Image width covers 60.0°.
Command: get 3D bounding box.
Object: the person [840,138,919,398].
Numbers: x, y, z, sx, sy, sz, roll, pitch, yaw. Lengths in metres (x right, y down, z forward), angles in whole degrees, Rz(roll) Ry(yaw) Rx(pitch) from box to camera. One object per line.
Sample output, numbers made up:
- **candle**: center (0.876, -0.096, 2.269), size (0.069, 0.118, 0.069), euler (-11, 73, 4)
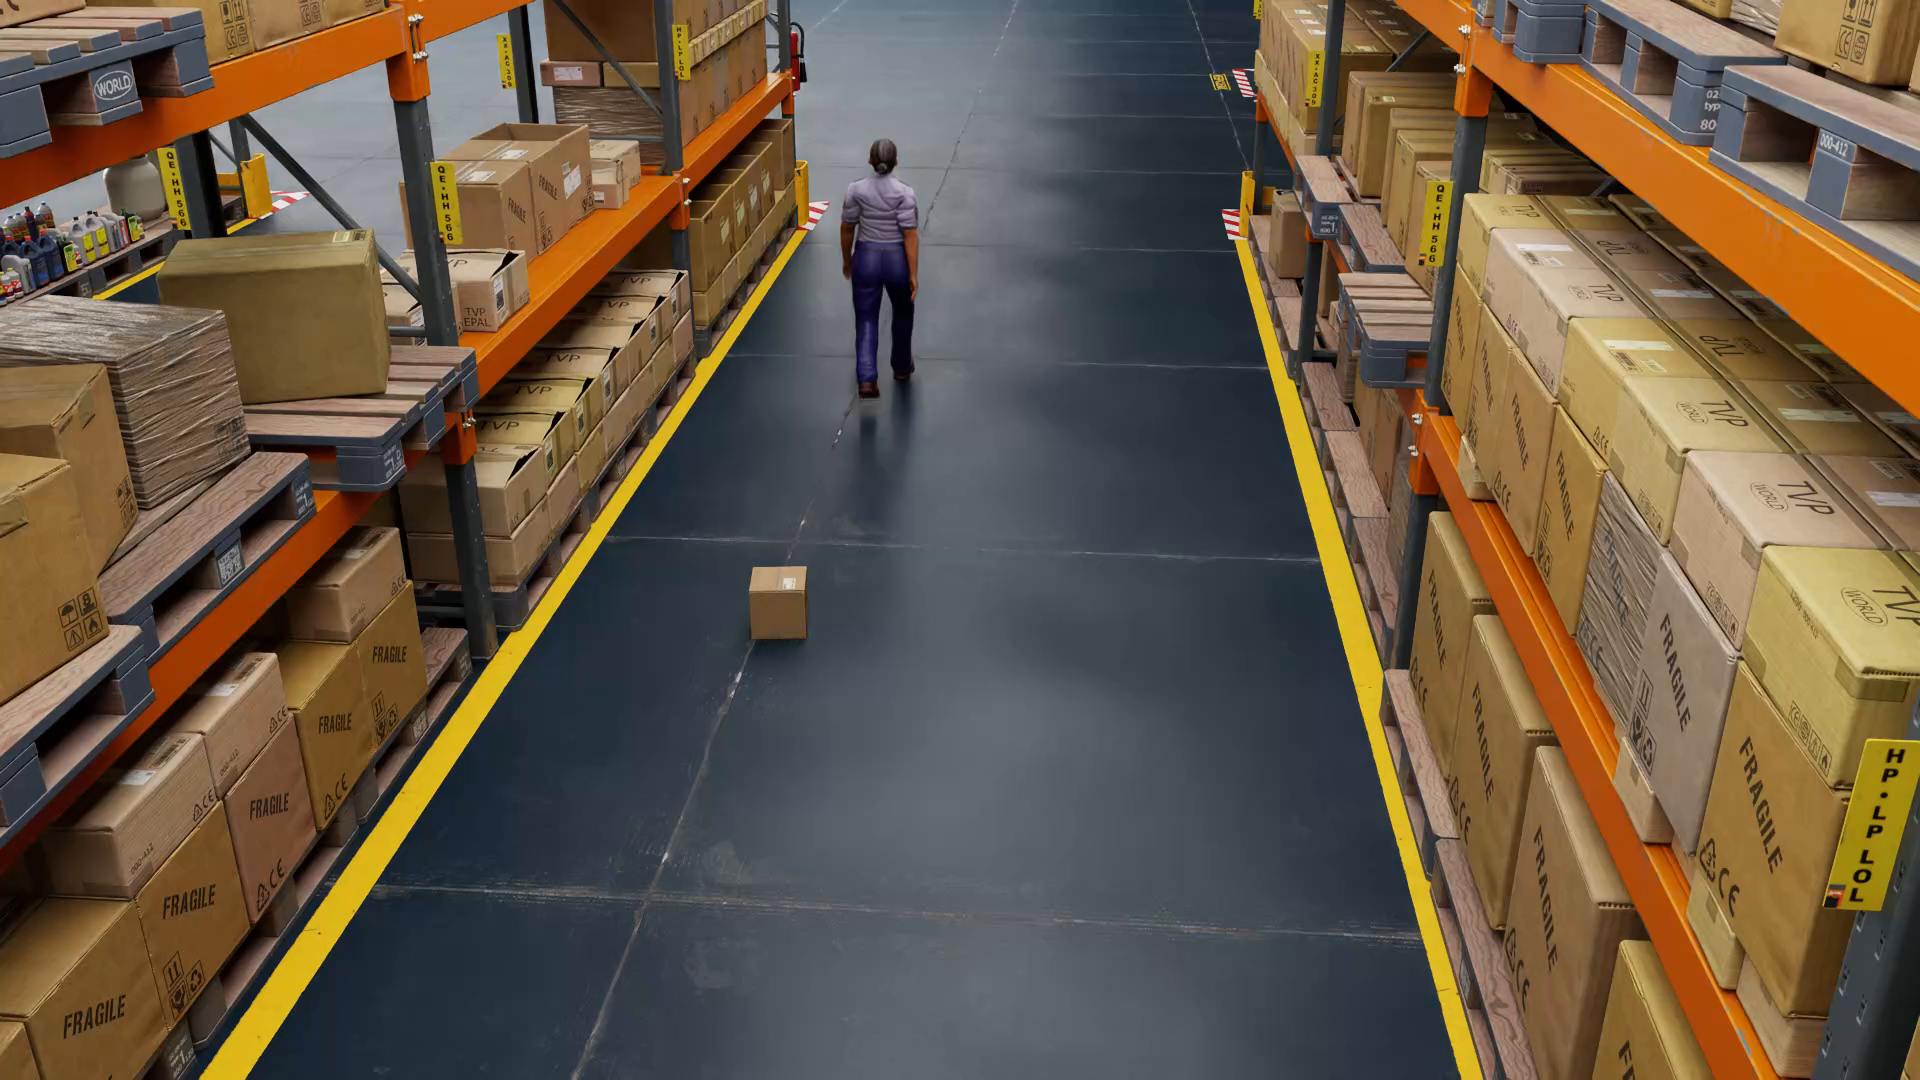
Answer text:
- **person**: center (-0.497, -1.686, 10.288), size (0.496, 1.598, 0.965), euler (1, 25, 2)
